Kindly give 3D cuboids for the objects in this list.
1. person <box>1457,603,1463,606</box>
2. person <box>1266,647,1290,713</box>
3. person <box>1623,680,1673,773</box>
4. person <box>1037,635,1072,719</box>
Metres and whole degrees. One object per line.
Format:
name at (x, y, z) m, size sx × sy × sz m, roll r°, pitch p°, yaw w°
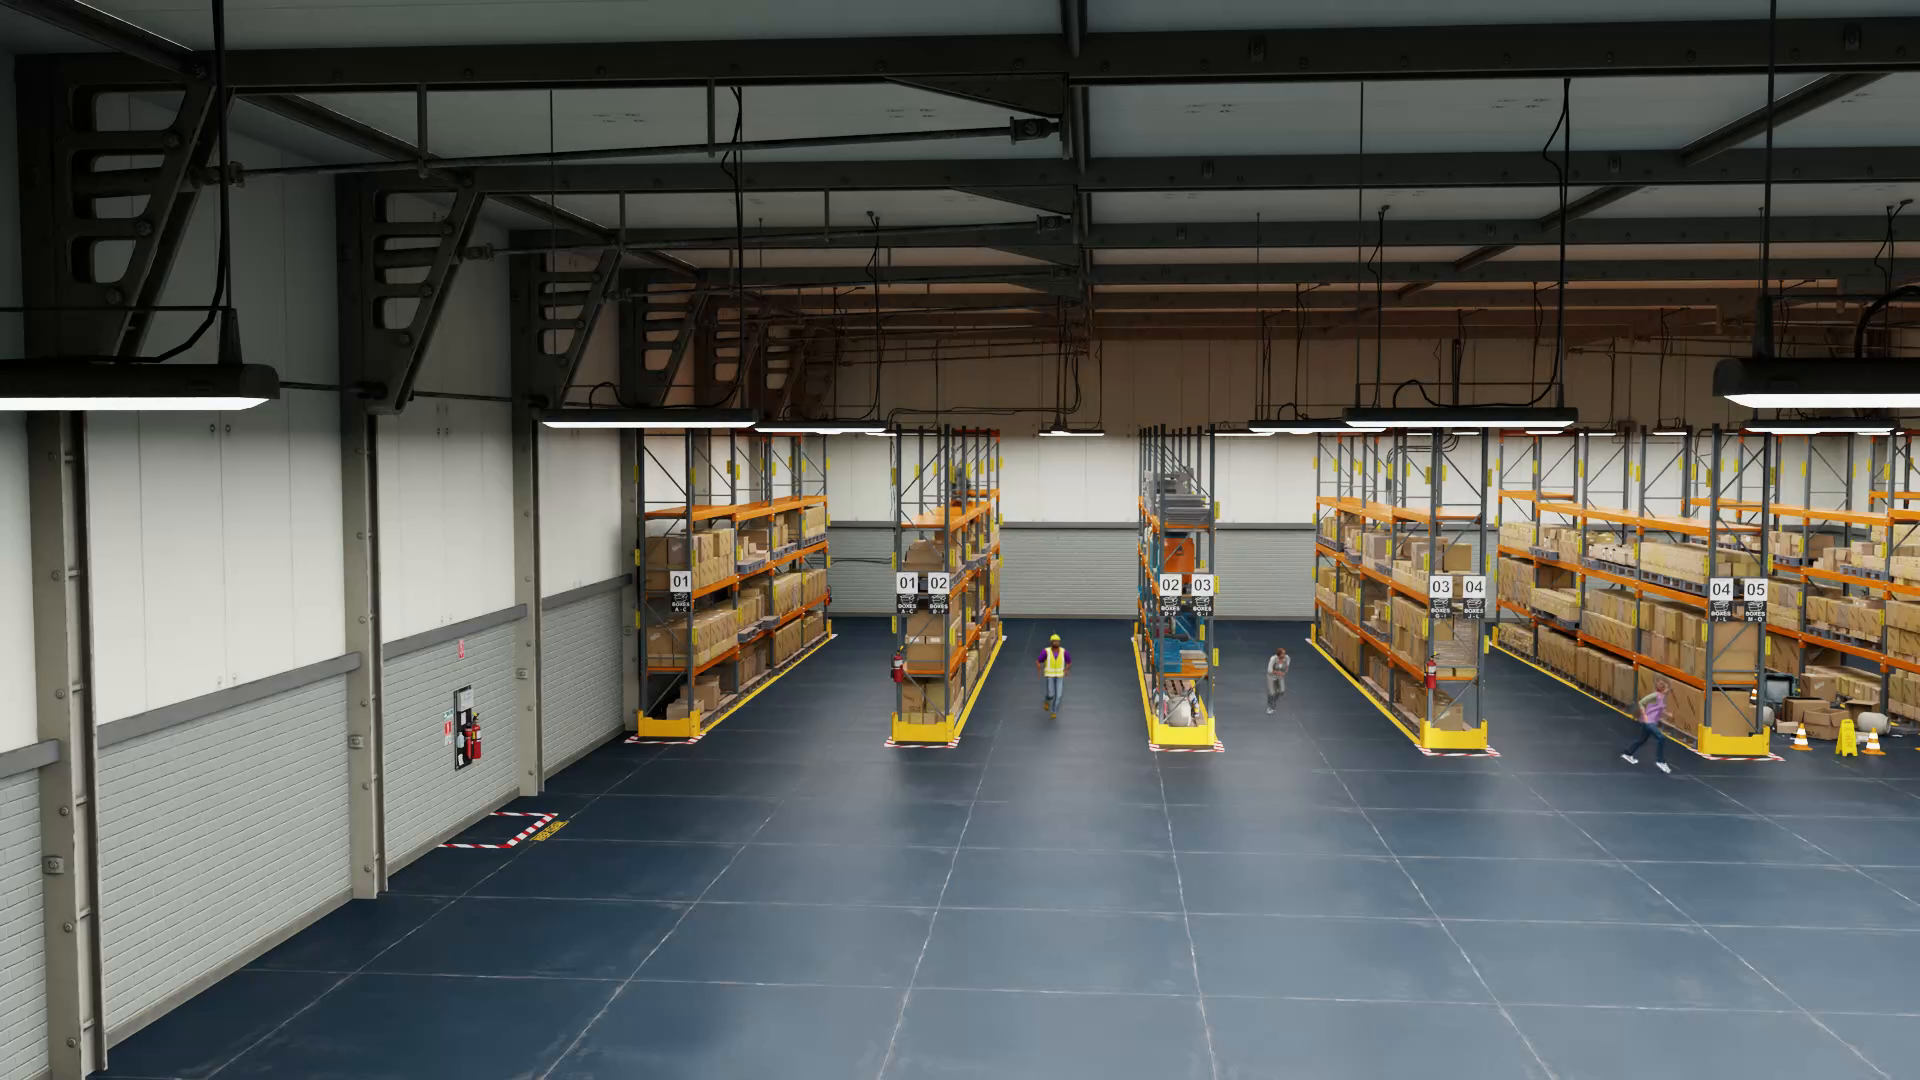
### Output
person at (14.127, 2.075, 46.647) m, size 0.640 × 1.619 × 0.504 m, roll 3°, pitch 5°, yaw 44°
person at (6.611, 2.904, 34.504) m, size 0.570 × 1.433 × 0.828 m, roll -1°, pitch 4°, yaw -14°
person at (11.908, 3.197, 28.808) m, size 0.864 × 1.566 × 0.529 m, roll 3°, pitch 5°, yaw 43°
person at (1.944, 2.795, 34.098) m, size 0.717 × 1.717 × 0.591 m, roll 0°, pitch 3°, yaw -5°
